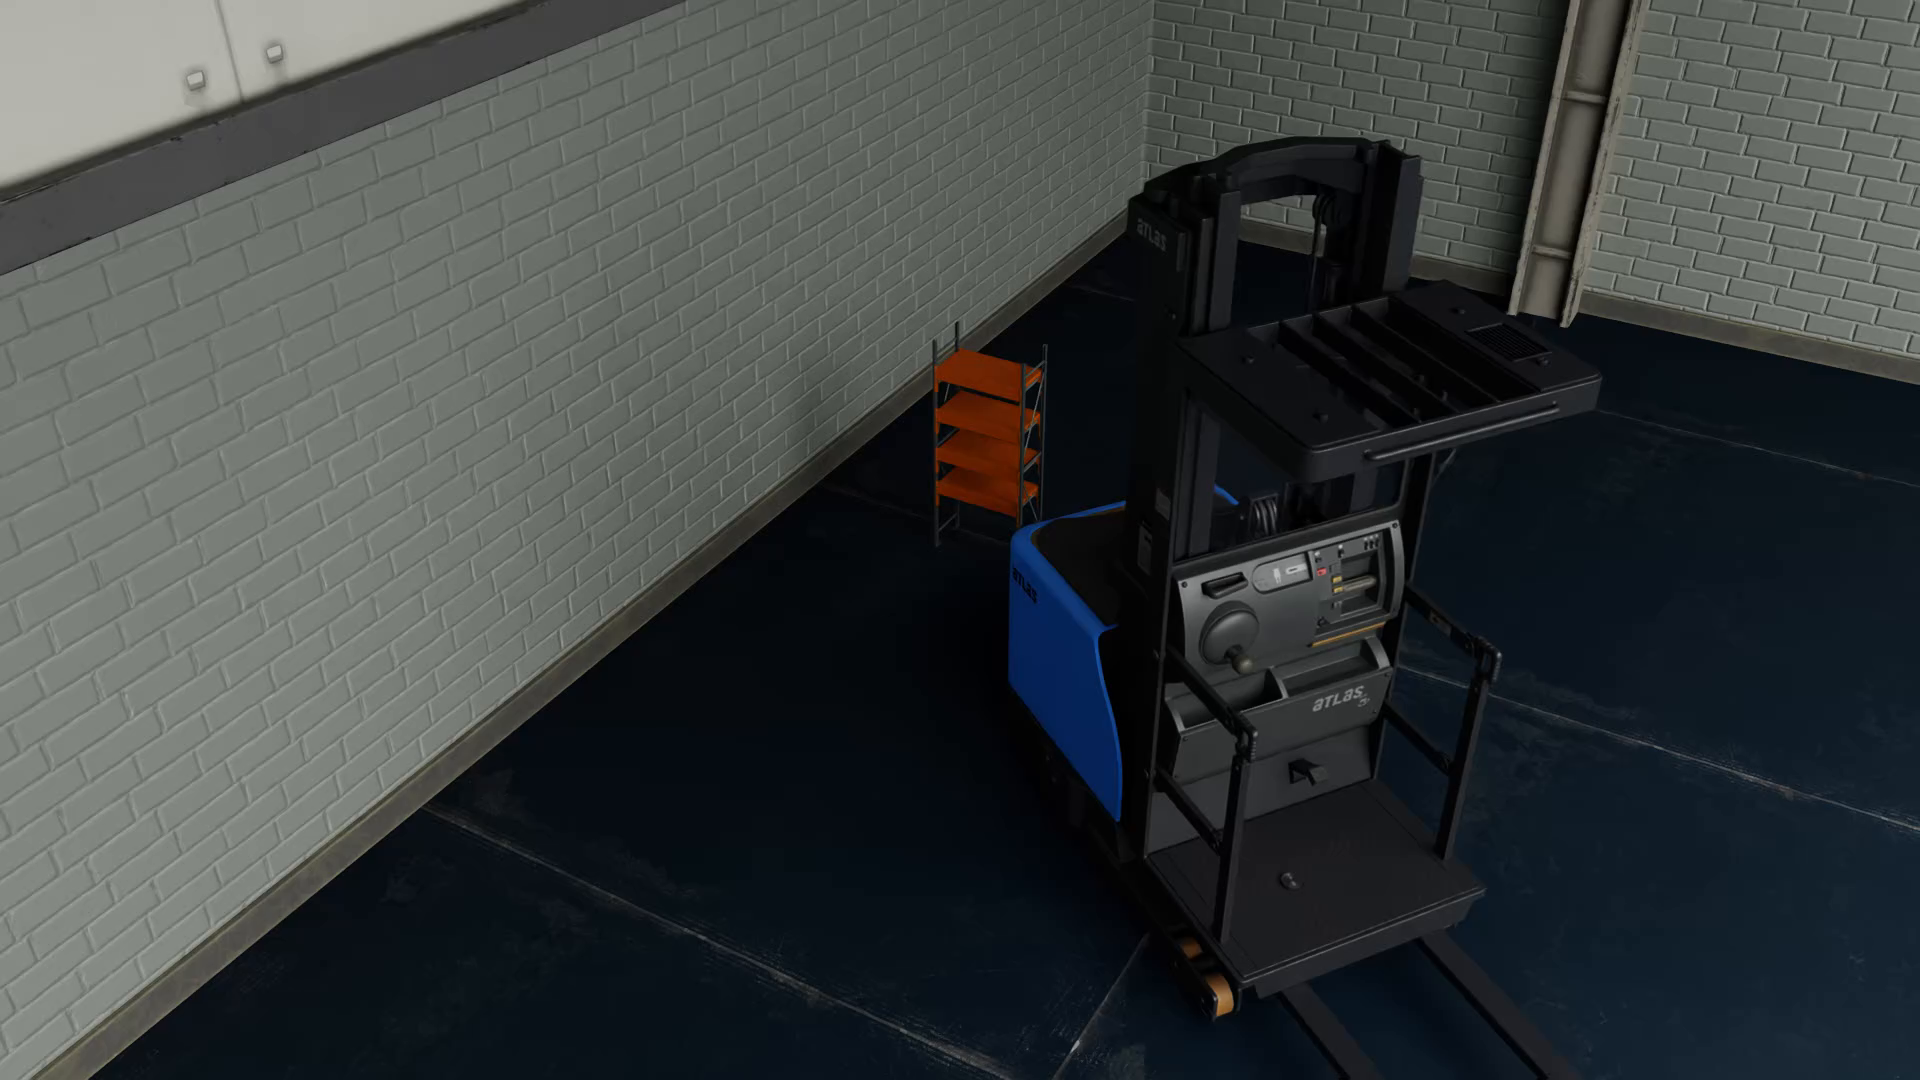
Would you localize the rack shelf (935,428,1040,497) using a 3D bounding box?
[{"bbox_3d":[0.144,-0.398,8.386,0.480,0.148,0.258,18,37,24],"label":"rack shelf"}]

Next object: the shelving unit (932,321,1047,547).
[{"bbox_3d":[0.144,-0.454,8.349,0.503,1.200,0.258,18,37,24],"label":"shelving unit"}]

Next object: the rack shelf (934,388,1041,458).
[{"bbox_3d":[0.144,-0.584,8.262,0.480,0.148,0.258,18,37,24],"label":"rack shelf"}]

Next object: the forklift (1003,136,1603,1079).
[{"bbox_3d":[1.268,0.256,5.720,1.130,2.935,3.031,-14,36,-20],"label":"forklift"}]

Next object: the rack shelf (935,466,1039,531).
[{"bbox_3d":[0.144,-0.233,8.496,0.480,0.148,0.258,18,37,24],"label":"rack shelf"}]

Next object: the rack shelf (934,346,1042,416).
[{"bbox_3d":[0.144,-0.781,8.131,0.480,0.148,0.258,18,37,24],"label":"rack shelf"}]

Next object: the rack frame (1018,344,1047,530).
[{"bbox_3d":[0.356,-0.387,8.248,0.015,1.200,0.240,18,37,24],"label":"rack frame"}]

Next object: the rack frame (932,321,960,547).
[{"bbox_3d":[-0.068,-0.521,8.450,0.015,1.200,0.240,18,37,24],"label":"rack frame"}]

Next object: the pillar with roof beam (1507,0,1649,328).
[{"bbox_3d":[1.723,-3.183,5.410,0.400,9.000,9.100,18,37,24],"label":"pillar with roof beam"}]
